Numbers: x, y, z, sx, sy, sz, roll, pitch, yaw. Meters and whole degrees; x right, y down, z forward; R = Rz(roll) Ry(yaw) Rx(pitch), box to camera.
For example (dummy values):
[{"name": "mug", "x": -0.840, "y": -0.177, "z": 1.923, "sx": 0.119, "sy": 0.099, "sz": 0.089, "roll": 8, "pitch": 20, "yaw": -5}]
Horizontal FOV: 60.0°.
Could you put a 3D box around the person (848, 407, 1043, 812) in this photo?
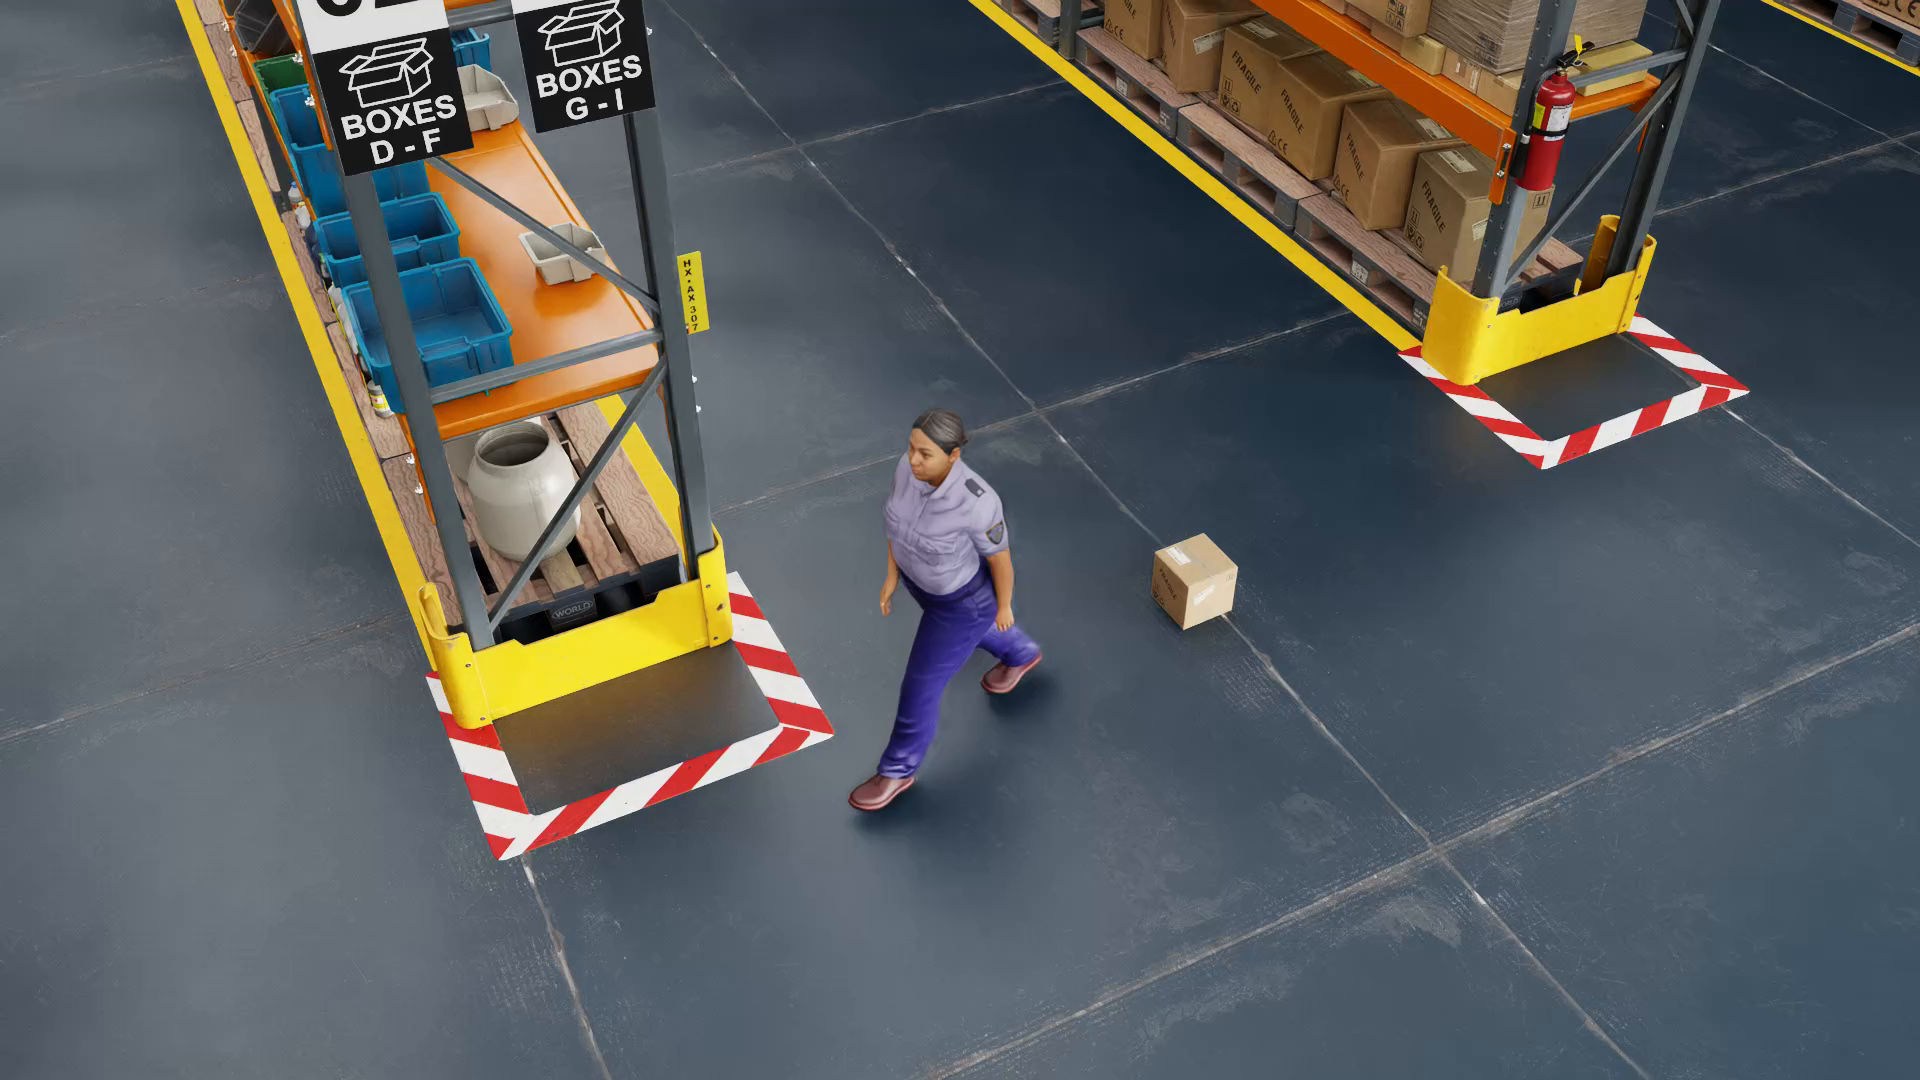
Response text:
[{"name": "person", "x": -0.057, "y": 0.170, "z": 5.998, "sx": 1.048, "sy": 1.575, "sz": 0.474, "roll": -26, "pitch": 48, "yaw": -26}]
